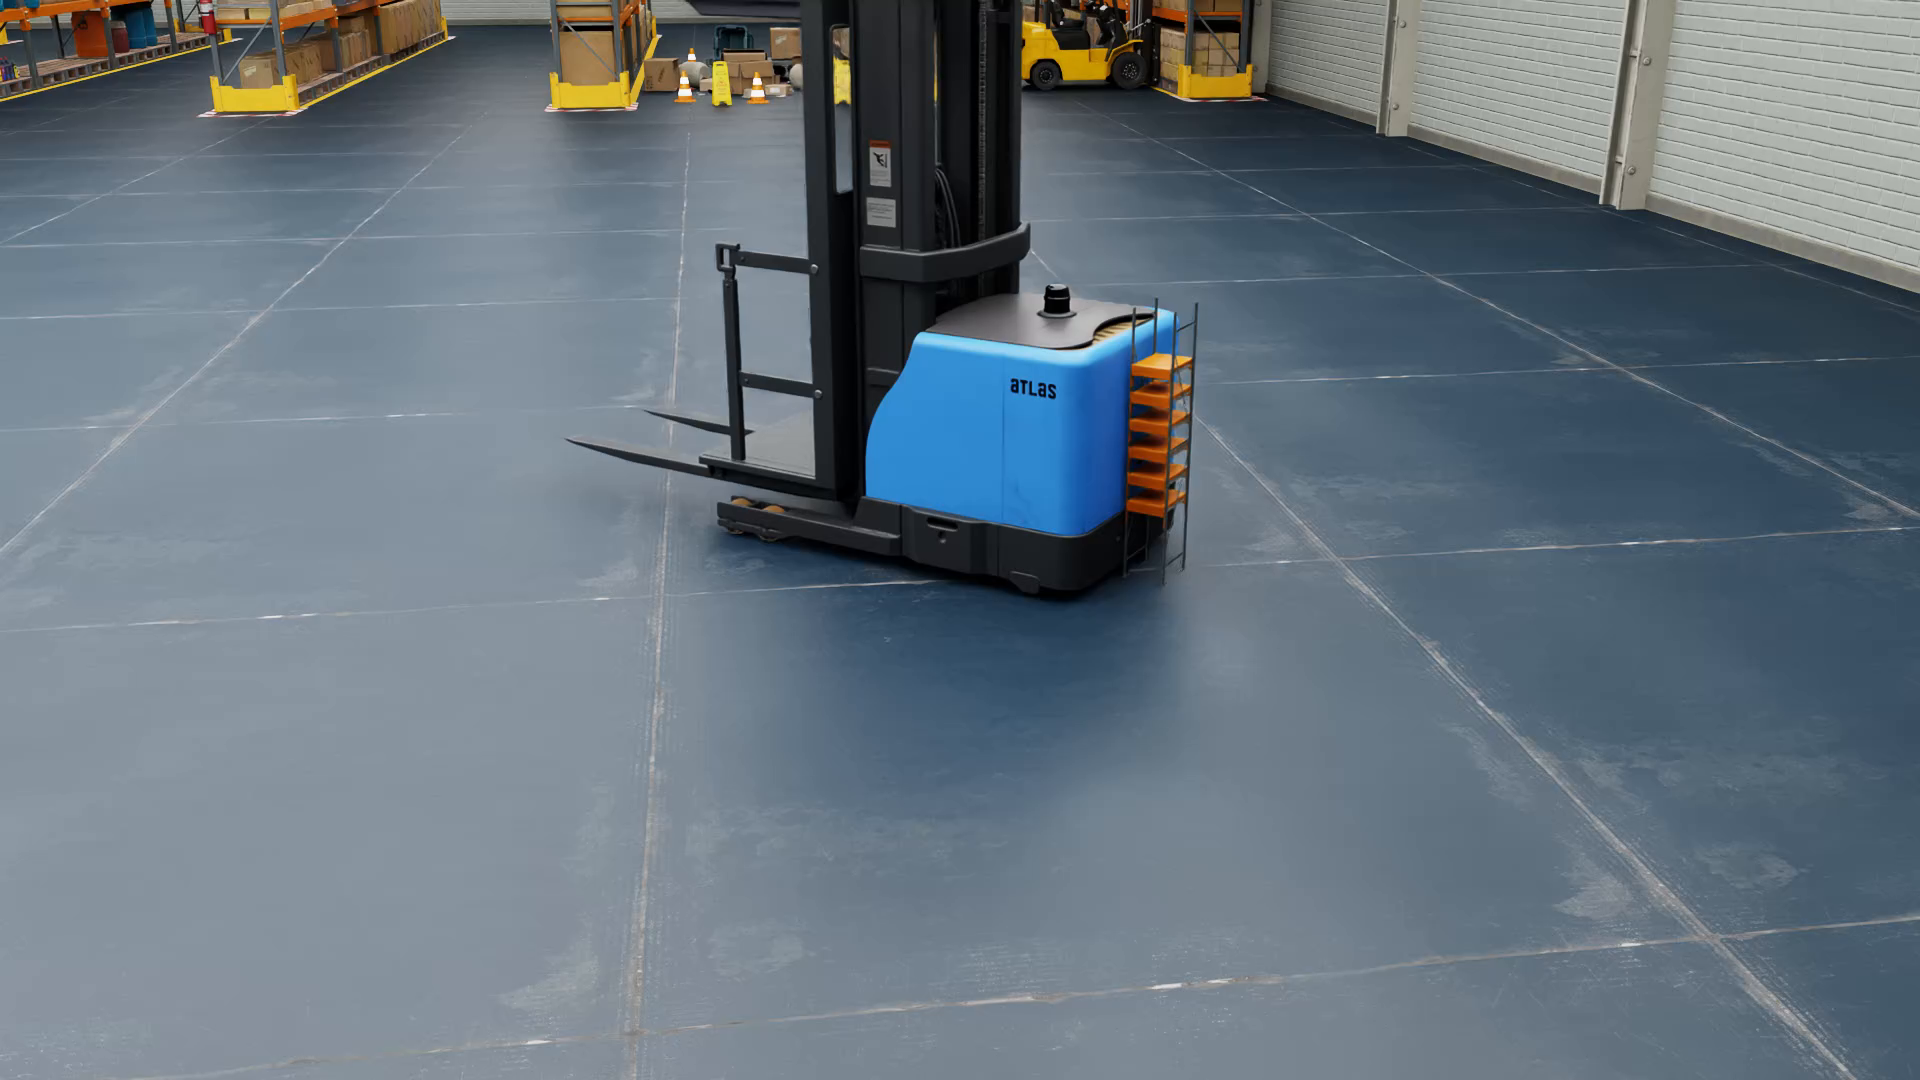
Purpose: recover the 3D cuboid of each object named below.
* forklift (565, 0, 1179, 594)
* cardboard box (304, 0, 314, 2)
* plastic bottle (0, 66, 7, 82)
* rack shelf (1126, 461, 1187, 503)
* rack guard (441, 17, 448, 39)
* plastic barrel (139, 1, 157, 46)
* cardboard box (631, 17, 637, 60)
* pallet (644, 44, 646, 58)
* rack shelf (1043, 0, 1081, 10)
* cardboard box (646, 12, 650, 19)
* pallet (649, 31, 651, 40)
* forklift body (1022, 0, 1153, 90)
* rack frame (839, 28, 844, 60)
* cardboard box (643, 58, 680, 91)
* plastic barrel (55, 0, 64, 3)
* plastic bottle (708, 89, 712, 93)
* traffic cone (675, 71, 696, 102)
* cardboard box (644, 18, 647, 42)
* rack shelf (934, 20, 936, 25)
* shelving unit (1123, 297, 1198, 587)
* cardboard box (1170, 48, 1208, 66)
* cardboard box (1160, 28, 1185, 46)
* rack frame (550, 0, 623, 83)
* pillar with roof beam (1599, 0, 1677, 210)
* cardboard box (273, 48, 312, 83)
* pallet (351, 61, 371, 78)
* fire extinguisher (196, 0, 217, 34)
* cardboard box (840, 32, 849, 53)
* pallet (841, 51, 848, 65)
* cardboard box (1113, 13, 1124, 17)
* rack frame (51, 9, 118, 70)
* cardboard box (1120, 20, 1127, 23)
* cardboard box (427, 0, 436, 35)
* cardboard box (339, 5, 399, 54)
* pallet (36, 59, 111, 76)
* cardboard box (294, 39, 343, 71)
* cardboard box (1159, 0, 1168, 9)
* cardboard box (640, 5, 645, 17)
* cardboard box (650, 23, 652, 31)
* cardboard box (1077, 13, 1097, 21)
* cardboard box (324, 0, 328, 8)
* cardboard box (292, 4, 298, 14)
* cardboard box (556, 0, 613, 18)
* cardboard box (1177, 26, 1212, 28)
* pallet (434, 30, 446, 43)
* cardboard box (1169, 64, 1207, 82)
[{"bbox_3d":[-0.541,-1.509,7.566,3.031,2.935,1.130,12,24,29],"label":"forklift"},{"bbox_3d":[-10.953,-8.940,26.798,0.875,0.500,0.500,-3,21,-8],"label":"cardboard box"},{"bbox_3d":[-15.596,-7.611,27.059,0.061,0.283,0.133,-2,21,-4],"label":"plastic bottle"},{"bbox_3d":[0.853,-0.259,7.164,0.180,0.103,0.258,12,24,29],"label":"rack shelf"},{"bbox_3d":[-12.898,-12.248,39.795,1.175,0.500,0.348,-3,21,-8],"label":"rack guard"},{"bbox_3d":[-17.158,-10.801,34.746,0.600,0.901,0.708,-3,21,-8],"label":"plastic barrel"},{"bbox_3d":[-6.691,-9.481,31.429,1.050,0.750,0.750,-3,21,-7],"label":"cardboard box"},{"bbox_3d":[-7.103,-10.242,34.837,1.003,0.211,1.213,-3,21,-8],"label":"pallet"},{"bbox_3d":[2.688,-11.748,35.911,1.077,0.370,4.000,-3,21,-8],"label":"rack shelf"},{"bbox_3d":[-7.434,-12.239,38.823,0.380,0.149,0.250,-2,21,-6],"label":"cardboard box"},{"bbox_3d":[-7.879,-12.010,39.571,1.003,0.211,1.213,-3,21,-8],"label":"pallet"},{"bbox_3d":[2.051,-8.790,28.175,2.313,2.155,1.214,-3,21,-8],"label":"forklift body"},{"bbox_3d":[-1.935,-11.141,33.258,1.000,3.000,0.127,-3,21,-8],"label":"rack frame"},{"bbox_3d":[-5.003,-7.816,27.924,0.500,0.500,0.500,1,20,2],"label":"cardboard box"},{"bbox_3d":[-16.155,-9.816,29.517,0.433,0.535,0.433,0,20,0],"label":"plastic barrel"},{"bbox_3d":[-4.088,-7.439,27.545,0.133,0.061,0.283,-11,23,-26],"label":"plastic bottle"},{"bbox_3d":[-4.337,-7.153,26.207,0.336,0.463,0.334,-3,21,-8],"label":"traffic cone"},{"bbox_3d":[-7.040,-11.023,35.915,0.500,0.500,0.500,-3,21,-9],"label":"cardboard box"},{"bbox_3d":[-1.070,-8.726,27.822,1.077,0.370,4.000,-3,21,-8],"label":"rack shelf"},{"bbox_3d":[0.853,-0.413,7.107,0.189,1.200,0.258,12,24,29],"label":"shelving unit"},{"bbox_3d":[3.750,-7.918,27.245,0.500,0.250,0.500,-3,21,-8],"label":"cardboard box"},{"bbox_3d":[3.592,-8.494,28.072,0.500,0.250,0.500,-3,21,-7],"label":"cardboard box"},{"bbox_3d":[-5.666,-8.086,25.080,1.000,3.000,0.127,-3,21,-8],"label":"rack frame"},{"bbox_3d":[2.390,-7.348,14.527,9.100,9.000,0.400,-3,21,-8],"label":"pillar with roof beam"},{"bbox_3d":[-10.890,-7.732,27.104,0.500,0.500,0.500,-5,21,-13],"label":"cardboard box"},{"bbox_3d":[-11.458,-8.643,30.554,1.003,0.211,1.213,-3,21,-8],"label":"pallet"},{"bbox_3d":[-11.028,-7.772,24.349,0.296,0.674,0.183,-3,21,-8],"label":"fire extinguisher"},{"bbox_3d":[-1.864,-9.910,33.119,0.950,0.372,0.625,-4,21,-11],"label":"cardboard box"},{"bbox_3d":[-1.824,-9.564,33.021,1.003,0.211,1.213,-3,21,-8],"label":"pallet"},{"bbox_3d":[3.209,-10.918,34.707,0.380,0.149,0.250,-2,21,-5],"label":"cardboard box"},{"bbox_3d":[-16.643,-10.391,31.251,1.000,3.000,0.127,-3,21,-8],"label":"rack frame"},{"bbox_3d":[3.252,-9.801,32.465,0.875,0.625,0.625,-4,21,-10],"label":"cardboard box"},{"bbox_3d":[-12.592,-12.080,38.208,0.875,0.875,0.875,-3,21,-8],"label":"cardboard box"},{"bbox_3d":[-11.821,-10.082,32.860,1.225,0.875,0.875,-4,21,-10],"label":"cardboard box"},{"bbox_3d":[-16.570,-8.815,31.015,1.003,0.211,1.213,-3,21,-8],"label":"pallet"},{"bbox_3d":[-11.232,-8.505,29.144,0.700,0.500,0.500,-5,21,-12],"label":"cardboard box"},{"bbox_3d":[3.659,-9.184,27.876,0.500,0.500,0.500,-3,21,-9],"label":"cardboard box"},{"bbox_3d":[-7.038,-11.373,35.780,0.500,0.250,0.500,-3,21,-9],"label":"cardboard box"},{"bbox_3d":[-7.553,-12.232,39.652,0.380,0.149,0.250,-2,21,-6],"label":"cardboard box"},{"bbox_3d":[2.654,-10.880,34.605,0.380,0.149,0.250,-4,21,-10],"label":"cardboard box"},{"bbox_3d":[-10.817,-8.992,27.863,0.380,0.149,0.250,-3,21,-8],"label":"cardboard box"},{"bbox_3d":[-10.581,-8.297,26.002,0.380,0.149,0.250,-3,21,-8],"label":"cardboard box"},{"bbox_3d":[-5.764,-8.283,25.391,0.875,0.550,0.550,-3,21,-8],"label":"cardboard box"},{"bbox_3d":[4.043,-8.700,28.623,0.500,0.250,0.500,-3,21,-9],"label":"cardboard box"},{"bbox_3d":[-12.702,-11.832,39.093,1.003,0.211,1.213,-3,21,-8],"label":"pallet"},{"bbox_3d":[3.749,-7.678,27.316,0.500,0.250,0.500,-3,21,-7],"label":"cardboard box"}]
